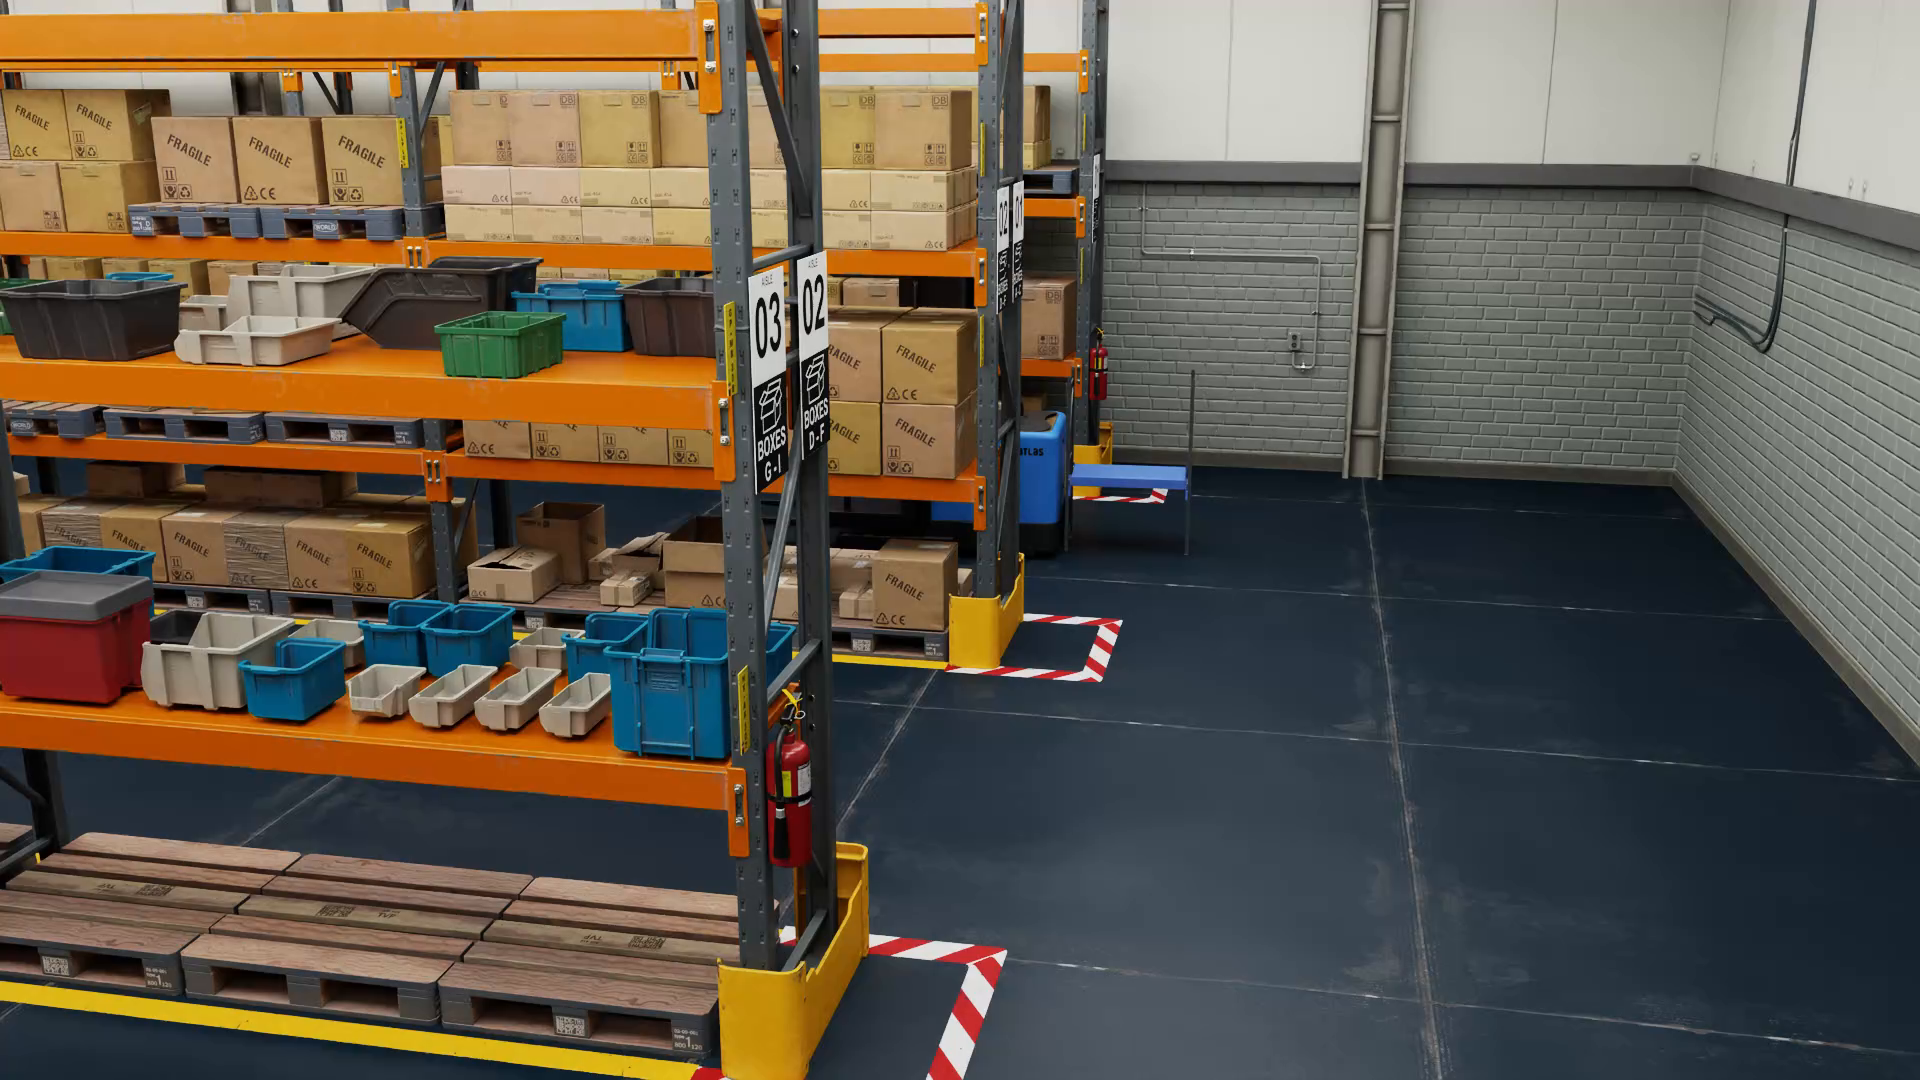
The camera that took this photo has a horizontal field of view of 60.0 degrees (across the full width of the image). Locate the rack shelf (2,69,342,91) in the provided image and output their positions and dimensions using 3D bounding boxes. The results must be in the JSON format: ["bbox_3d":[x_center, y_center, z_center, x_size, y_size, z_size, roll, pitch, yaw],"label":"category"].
[{"bbox_3d":[-8.542,-4.900,17.421,4.000,0.370,1.077,3,16,11],"label":"rack shelf"}]

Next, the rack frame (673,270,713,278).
[{"bbox_3d":[-2.663,-2.229,16.920,0.127,3.000,1.000,3,16,11],"label":"rack frame"}]

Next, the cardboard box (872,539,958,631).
[{"bbox_3d":[-0.308,0.308,11.620,0.500,0.500,0.500,3,16,11],"label":"cardboard box"}]

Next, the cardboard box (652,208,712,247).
[{"bbox_3d":[-1.750,-2.135,11.243,0.500,0.250,0.500,3,16,11],"label":"cardboard box"}]

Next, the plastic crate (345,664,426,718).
[{"bbox_3d":[-2.405,0.639,6.948,0.250,0.136,0.298,3,16,11],"label":"plastic crate"}]

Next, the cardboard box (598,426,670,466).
[{"bbox_3d":[-2.209,-0.829,11.679,0.500,0.500,0.500,3,16,11],"label":"cardboard box"}]

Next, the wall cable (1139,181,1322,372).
[{"bbox_3d":[2.700,-2.685,16.663,1.851,1.984,0.084,3,16,11],"label":"wall cable"}]

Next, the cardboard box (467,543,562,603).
[{"bbox_3d":[-3.278,0.230,12.256,0.500,0.311,0.500,3,16,11],"label":"cardboard box"}]

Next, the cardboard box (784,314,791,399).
[{"bbox_3d":[-1.222,-1.255,11.343,0.500,0.500,0.500,4,16,13],"label":"cardboard box"}]

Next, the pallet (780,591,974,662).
[{"bbox_3d":[-0.582,0.578,12.012,1.213,0.211,1.003,3,16,11],"label":"pallet"}]

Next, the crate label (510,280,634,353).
[{"bbox_3d":[-1.557,-0.932,6.897,0.502,0.251,0.408,3,16,11],"label":"crate label"}]

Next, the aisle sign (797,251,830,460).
[{"bbox_3d":[-0.587,-0.751,6.715,0.004,0.787,0.394,3,16,11],"label":"aisle sign"}]

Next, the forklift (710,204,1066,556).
[{"bbox_3d":[-0.619,-1.436,14.184,3.031,2.935,1.130,2,16,8],"label":"forklift"}]

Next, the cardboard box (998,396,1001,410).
[{"bbox_3d":[0.389,-1.297,16.235,0.250,0.149,0.380,3,16,10],"label":"cardboard box"}]

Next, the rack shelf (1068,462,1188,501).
[{"bbox_3d":[1.441,-0.504,14.176,1.000,0.185,0.538,2,16,8],"label":"rack shelf"}]

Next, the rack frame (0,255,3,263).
[{"bbox_3d":[-10.502,-2.655,18.456,0.127,3.000,1.000,3,16,11],"label":"rack frame"}]

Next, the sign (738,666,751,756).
[{"bbox_3d":[-0.811,0.642,6.251,0.005,0.325,0.100,3,16,11],"label":"sign"}]

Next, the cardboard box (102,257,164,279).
[{"bbox_3d":[-8.813,-2.820,18.043,0.500,0.500,0.700,5,16,19],"label":"cardboard box"}]

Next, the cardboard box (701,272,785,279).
[{"bbox_3d":[-2.134,-2.340,16.760,0.700,0.700,0.980,3,16,12],"label":"cardboard box"}]

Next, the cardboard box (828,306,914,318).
[{"bbox_3d":[-0.623,-1.369,11.753,0.500,0.500,0.500,3,16,12],"label":"cardboard box"}]

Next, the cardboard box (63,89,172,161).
[{"bbox_3d":[-6.140,-3.042,12.176,0.500,0.500,0.500,3,16,11],"label":"cardboard box"}]

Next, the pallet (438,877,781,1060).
[{"bbox_3d":[-1.518,1.865,7.363,1.213,0.211,1.003,3,16,11],"label":"pallet"}]

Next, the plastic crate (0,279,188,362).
[{"bbox_3d":[-3.474,-0.882,6.683,0.590,0.269,0.497,3,16,11],"label":"plastic crate"}]

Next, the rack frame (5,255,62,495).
[{"bbox_3d":[-7.566,-1.146,13.009,0.127,3.000,1.000,3,16,11],"label":"rack frame"}]

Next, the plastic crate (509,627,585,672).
[{"bbox_3d":[-1.856,0.500,7.451,0.298,0.136,0.250,3,16,11],"label":"plastic crate"}]

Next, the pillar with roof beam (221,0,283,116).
[{"bbox_3d":[-8.542,-4.502,13.888,0.400,9.000,9.100,3,16,11],"label":"pillar with roof beam"}]

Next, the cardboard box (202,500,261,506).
[{"bbox_3d":[-5.580,-0.111,13.132,0.500,0.500,0.500,3,16,9],"label":"cardboard box"}]

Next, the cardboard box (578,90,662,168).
[{"bbox_3d":[-2.209,-2.804,11.316,0.500,0.500,0.700,3,16,11],"label":"cardboard box"}]

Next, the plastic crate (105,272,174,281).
[{"bbox_3d":[-3.681,-1.037,7.312,0.300,0.233,0.416,3,16,11],"label":"plastic crate"}]

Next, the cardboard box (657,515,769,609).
[{"bbox_3d":[-1.804,0.157,12.160,0.637,0.503,0.797,3,16,11],"label":"cardboard box"}]

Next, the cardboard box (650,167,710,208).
[{"bbox_3d":[-1.751,-2.374,11.169,0.500,0.250,0.500,3,16,11],"label":"cardboard box"}]

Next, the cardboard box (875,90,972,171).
[{"bbox_3d":[-0.233,-2.719,11.009,0.500,0.500,0.700,3,16,11],"label":"cardboard box"}]

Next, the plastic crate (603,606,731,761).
[{"bbox_3d":[-1.083,0.561,6.671,0.499,0.435,0.616,3,16,11],"label":"plastic crate"}]

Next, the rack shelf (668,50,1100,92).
[{"bbox_3d":[-0.703,-4.474,15.884,4.000,0.370,1.077,3,16,11],"label":"rack shelf"}]

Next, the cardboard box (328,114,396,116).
[{"bbox_3d":[-6.105,-4.137,17.178,0.500,0.500,0.700,2,16,7],"label":"cardboard box"}]

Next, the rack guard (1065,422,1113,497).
[{"bbox_3d":[1.281,-0.810,16.481,0.348,0.500,1.175,3,16,11],"label":"rack guard"}]

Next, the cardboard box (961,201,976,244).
[{"bbox_3d":[-0.179,-2.187,11.431,0.500,0.250,0.500,3,16,11],"label":"cardboard box"}]

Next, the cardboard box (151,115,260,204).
[{"bbox_3d":[-5.433,-2.794,12.178,0.600,0.600,0.600,2,16,9],"label":"cardboard box"}]

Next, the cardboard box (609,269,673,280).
[{"bbox_3d":[-3.171,-2.749,16.612,0.500,0.250,0.500,4,16,12],"label":"cardboard box"}]

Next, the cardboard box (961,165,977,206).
[{"bbox_3d":[-0.178,-2.430,11.370,0.500,0.250,0.500,3,16,11],"label":"cardboard box"}]

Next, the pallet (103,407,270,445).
[{"bbox_3d":[-5.659,-0.951,12.666,1.213,0.211,1.003,3,16,11],"label":"pallet"}]

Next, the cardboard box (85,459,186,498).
[{"bbox_3d":[-6.547,-0.524,13.219,0.500,0.250,0.500,4,16,13],"label":"cardboard box"}]

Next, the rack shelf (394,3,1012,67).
[{"bbox_3d":[-1.686,-3.369,11.153,4.000,0.370,1.077,3,16,11],"label":"rack shelf"}]

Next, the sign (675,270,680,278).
[{"bbox_3d":[-2.761,-2.606,16.262,0.005,0.325,0.100,3,16,11],"label":"sign"}]

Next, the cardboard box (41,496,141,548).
[{"bbox_3d":[-6.663,-0.028,12.832,0.500,0.500,0.500,3,16,9],"label":"cardboard box"}]

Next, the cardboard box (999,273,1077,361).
[{"bbox_3d":[0.755,-2.185,16.200,0.700,0.700,0.980,4,16,14],"label":"cardboard box"}]

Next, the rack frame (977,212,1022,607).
[{"bbox_3d":[0.274,-0.720,11.473,0.127,3.000,1.000,3,16,11],"label":"rack frame"}]

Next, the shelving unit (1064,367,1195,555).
[{"bbox_3d":[1.441,-0.677,14.128,1.048,1.500,0.538,2,16,8],"label":"shelving unit"}]

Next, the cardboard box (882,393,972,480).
[{"bbox_3d":[-0.220,-0.721,11.288,0.500,0.500,0.500,4,16,13],"label":"cardboard box"}]

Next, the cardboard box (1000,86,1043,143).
[{"bbox_3d":[0.485,-3.969,15.485,0.500,0.500,0.500,3,16,11],"label":"cardboard box"}]

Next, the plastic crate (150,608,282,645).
[{"bbox_3d":[-3.487,0.456,7.631,0.590,0.125,0.437,3,16,11],"label":"plastic crate"}]

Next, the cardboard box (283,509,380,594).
[{"bbox_3d":[-4.670,0.080,12.443,0.500,0.500,0.500,3,16,11],"label":"cardboard box"}]

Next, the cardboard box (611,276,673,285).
[{"bbox_3d":[-3.165,-2.389,16.715,0.500,0.500,0.500,3,16,10],"label":"cardboard box"}]

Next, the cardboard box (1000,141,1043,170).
[{"bbox_3d":[0.487,-3.610,15.592,0.500,0.250,0.500,4,16,13],"label":"cardboard box"}]
